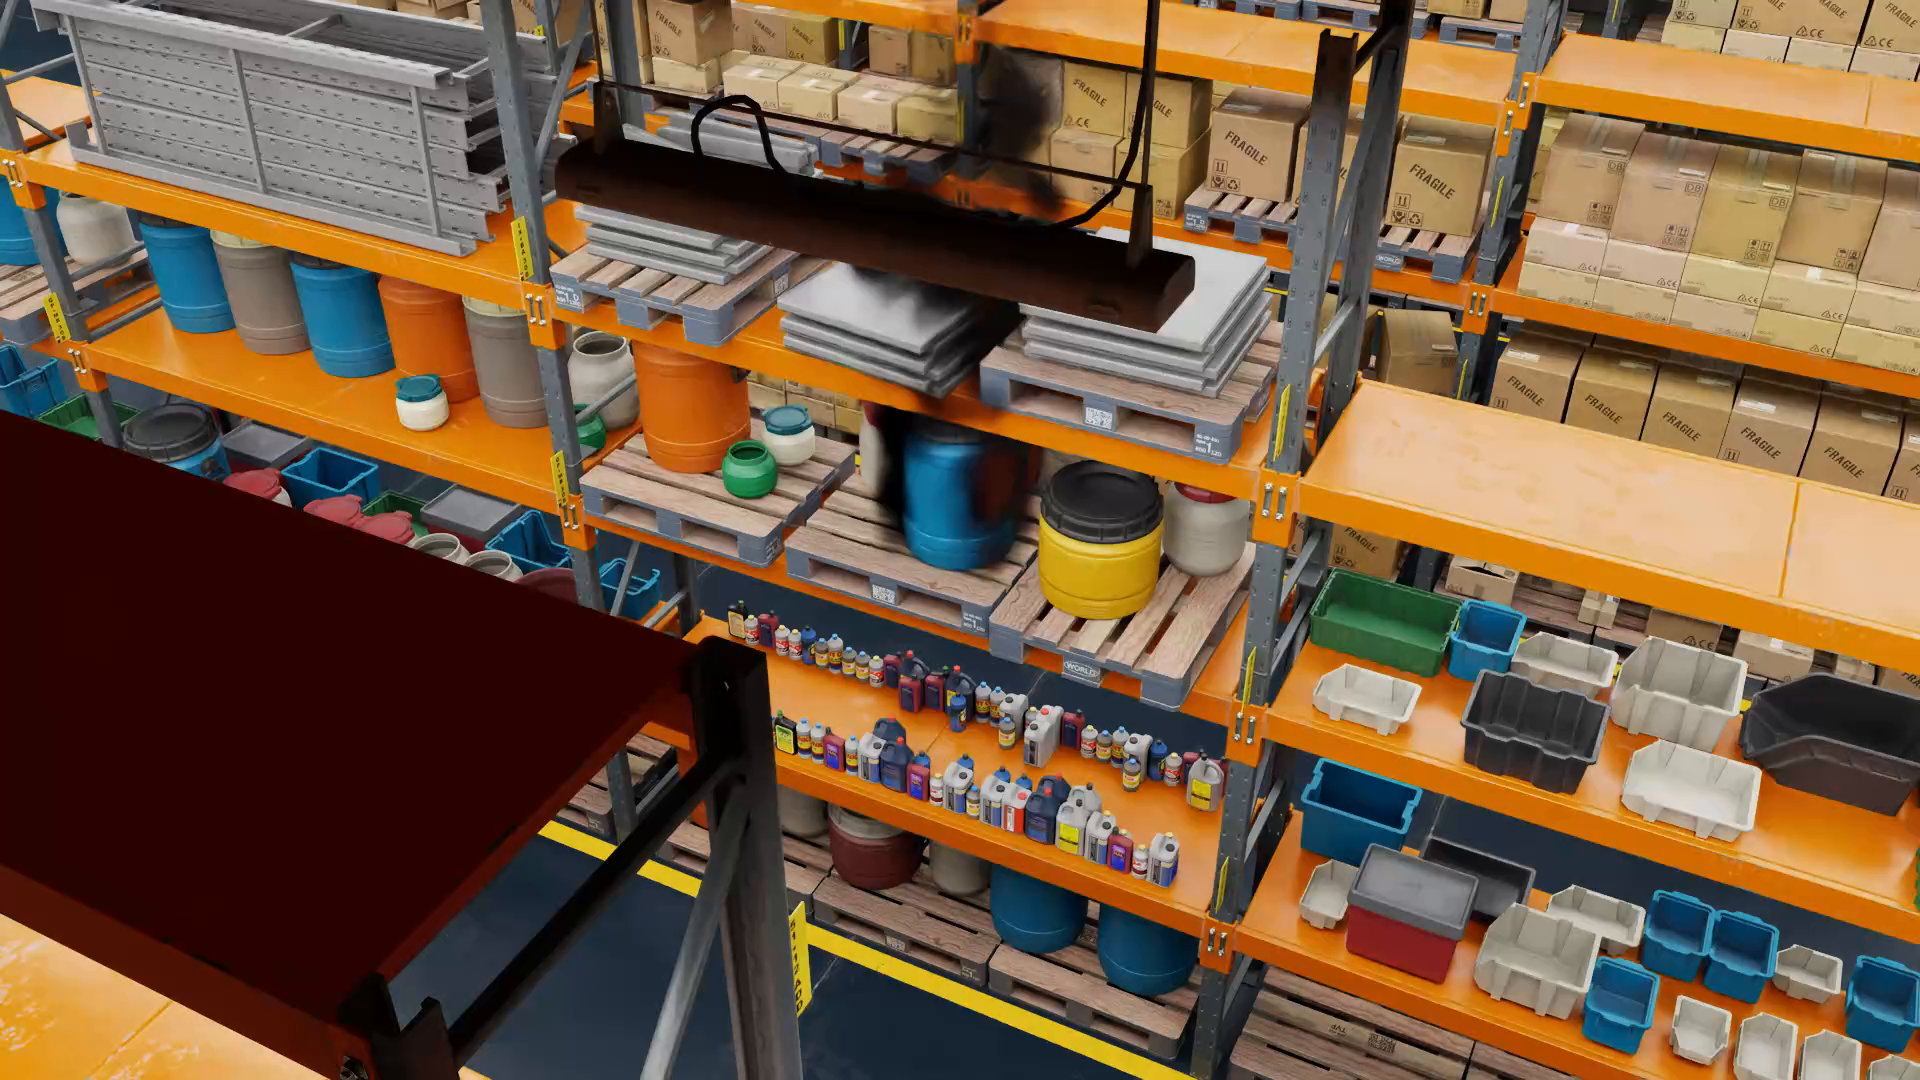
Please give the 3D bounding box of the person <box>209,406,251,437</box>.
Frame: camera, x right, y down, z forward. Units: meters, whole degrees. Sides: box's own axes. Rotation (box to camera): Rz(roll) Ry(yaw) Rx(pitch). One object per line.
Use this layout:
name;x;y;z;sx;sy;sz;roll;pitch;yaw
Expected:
person;-5.939;-0.914;13.687;0.635;1.687;0.640;14;37;19
